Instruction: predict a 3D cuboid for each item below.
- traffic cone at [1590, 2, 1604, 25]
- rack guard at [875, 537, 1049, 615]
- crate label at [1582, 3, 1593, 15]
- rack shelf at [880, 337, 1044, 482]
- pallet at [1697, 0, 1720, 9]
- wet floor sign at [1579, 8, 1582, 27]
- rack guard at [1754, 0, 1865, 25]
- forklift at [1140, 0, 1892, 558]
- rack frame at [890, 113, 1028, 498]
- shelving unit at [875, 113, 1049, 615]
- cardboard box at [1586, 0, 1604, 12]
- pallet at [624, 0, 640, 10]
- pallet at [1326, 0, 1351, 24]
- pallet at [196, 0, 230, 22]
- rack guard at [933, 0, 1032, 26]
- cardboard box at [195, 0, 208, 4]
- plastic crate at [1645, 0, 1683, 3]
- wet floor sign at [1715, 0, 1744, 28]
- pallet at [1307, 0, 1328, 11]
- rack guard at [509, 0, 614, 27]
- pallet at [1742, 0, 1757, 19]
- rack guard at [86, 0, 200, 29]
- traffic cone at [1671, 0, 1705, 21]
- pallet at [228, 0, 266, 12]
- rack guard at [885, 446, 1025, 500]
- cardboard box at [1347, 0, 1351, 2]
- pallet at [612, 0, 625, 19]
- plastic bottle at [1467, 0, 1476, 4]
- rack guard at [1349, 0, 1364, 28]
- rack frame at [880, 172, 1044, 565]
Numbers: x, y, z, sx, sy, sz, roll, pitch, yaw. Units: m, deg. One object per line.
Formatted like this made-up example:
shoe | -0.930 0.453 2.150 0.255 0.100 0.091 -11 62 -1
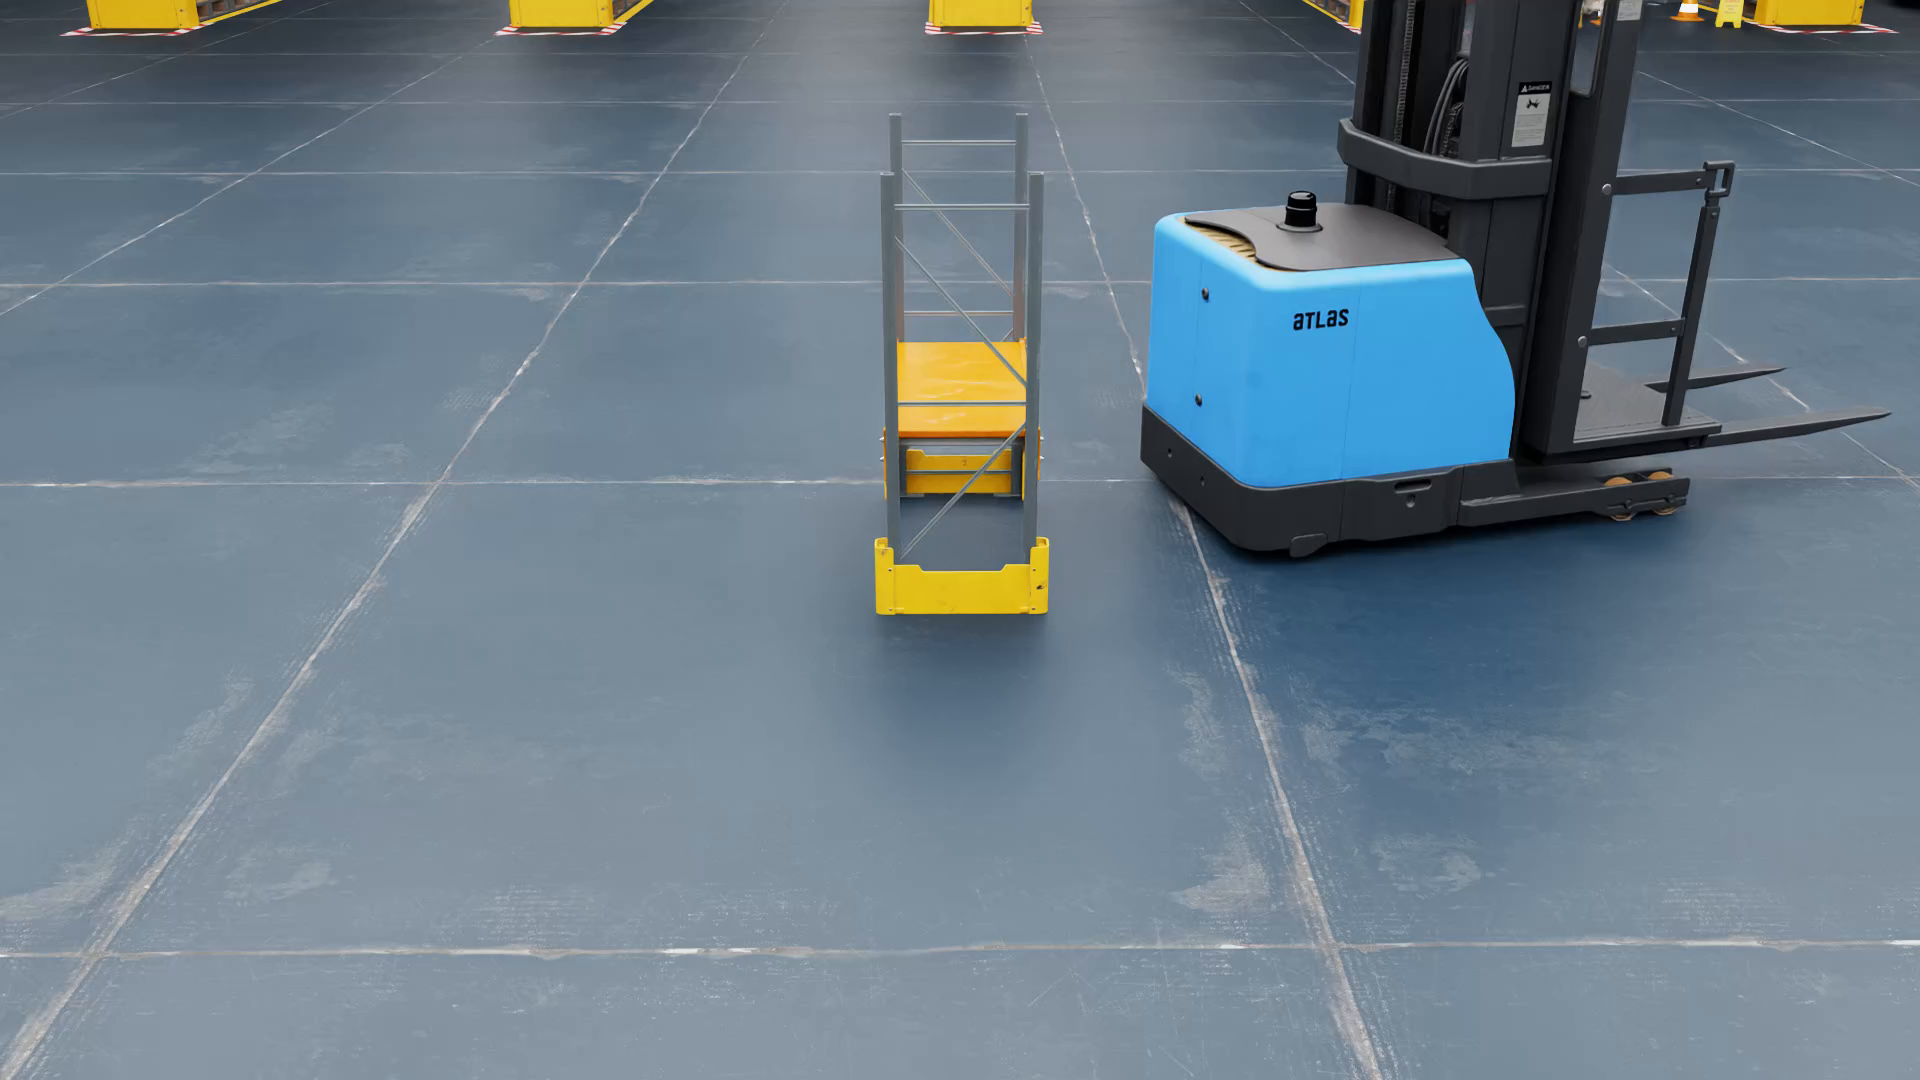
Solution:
traffic cone | 7.772 -6.417 19.877 0.336 0.463 0.334 0 24 -1
rack guard | 0.006 0.123 5.675 0.587 0.250 0.087 0 24 -1
crate label | 7.701 -6.593 20.660 0.250 0.136 0.298 -14 28 -28
rack shelf | 0.001 -0.484 5.937 0.538 0.185 1.000 0 24 -1
pallet | 10.188 -7.144 21.790 1.003 0.211 1.213 0 24 -1
wet floor sign | 7.204 -6.407 19.634 0.267 0.644 0.232 -4 25 -10
rack guard | 10.172 -6.439 19.881 1.175 0.500 0.348 0 24 -1
forklift | 2.313 -1.608 6.249 3.031 2.935 1.130 -7 25 -16
rack frame | -0.005 -0.858 6.326 0.500 1.500 0.032 0 24 -1
shelving unit | 0.001 -0.652 5.871 0.587 1.500 1.083 0 24 -1
cardboard box | 8.138 -6.779 21.057 0.380 0.149 0.250 13 27 27
pallet | -4.751 -7.077 21.641 1.003 0.211 1.213 0 24 -1
pallet | 5.137 -6.542 20.458 1.003 0.211 1.213 0 24 -1
pallet | -9.693 -6.504 20.374 1.003 0.211 1.213 0 24 -1
rack guard | 0.262 -6.395 19.782 1.175 0.500 0.348 0 24 -1
cardboard box | -9.426 -6.620 20.074 0.500 0.250 0.500 0 24 -1
plastic crate | 9.326 -7.214 22.104 0.402 0.080 0.583 -9 26 -19
wet floor sign | 9.105 -6.391 19.598 0.267 0.644 0.232 8 26 18
pallet | 5.127 -7.043 21.566 1.003 0.211 1.213 0 24 -1
rack guard | -4.737 -6.372 19.733 1.175 0.500 0.348 0 24 -1
pallet | 10.198 -6.643 20.681 1.003 0.211 1.213 0 24 -1
rack guard | -9.642 -6.311 19.596 1.175 0.500 0.348 0 24 -1
traffic cone | 8.878 -6.562 20.198 0.336 0.463 0.334 0 24 -1
pallet | -9.703 -7.005 21.483 1.003 0.211 1.213 0 24 -1
rack guard | -0.005 -0.288 6.583 0.587 0.250 0.087 0 24 -1
cardboard box | 5.150 -6.985 20.124 0.875 0.875 0.875 0 24 0
pallet | -4.741 -6.575 20.532 1.003 0.211 1.213 0 24 -1
plastic bottle | 6.623 -7.057 21.779 0.283 0.061 0.133 -9 26 -19
rack guard | 5.224 -6.334 19.649 1.175 0.500 0.348 0 24 -1
rack frame | 0.006 -0.439 5.400 0.500 1.500 0.032 0 24 -1
